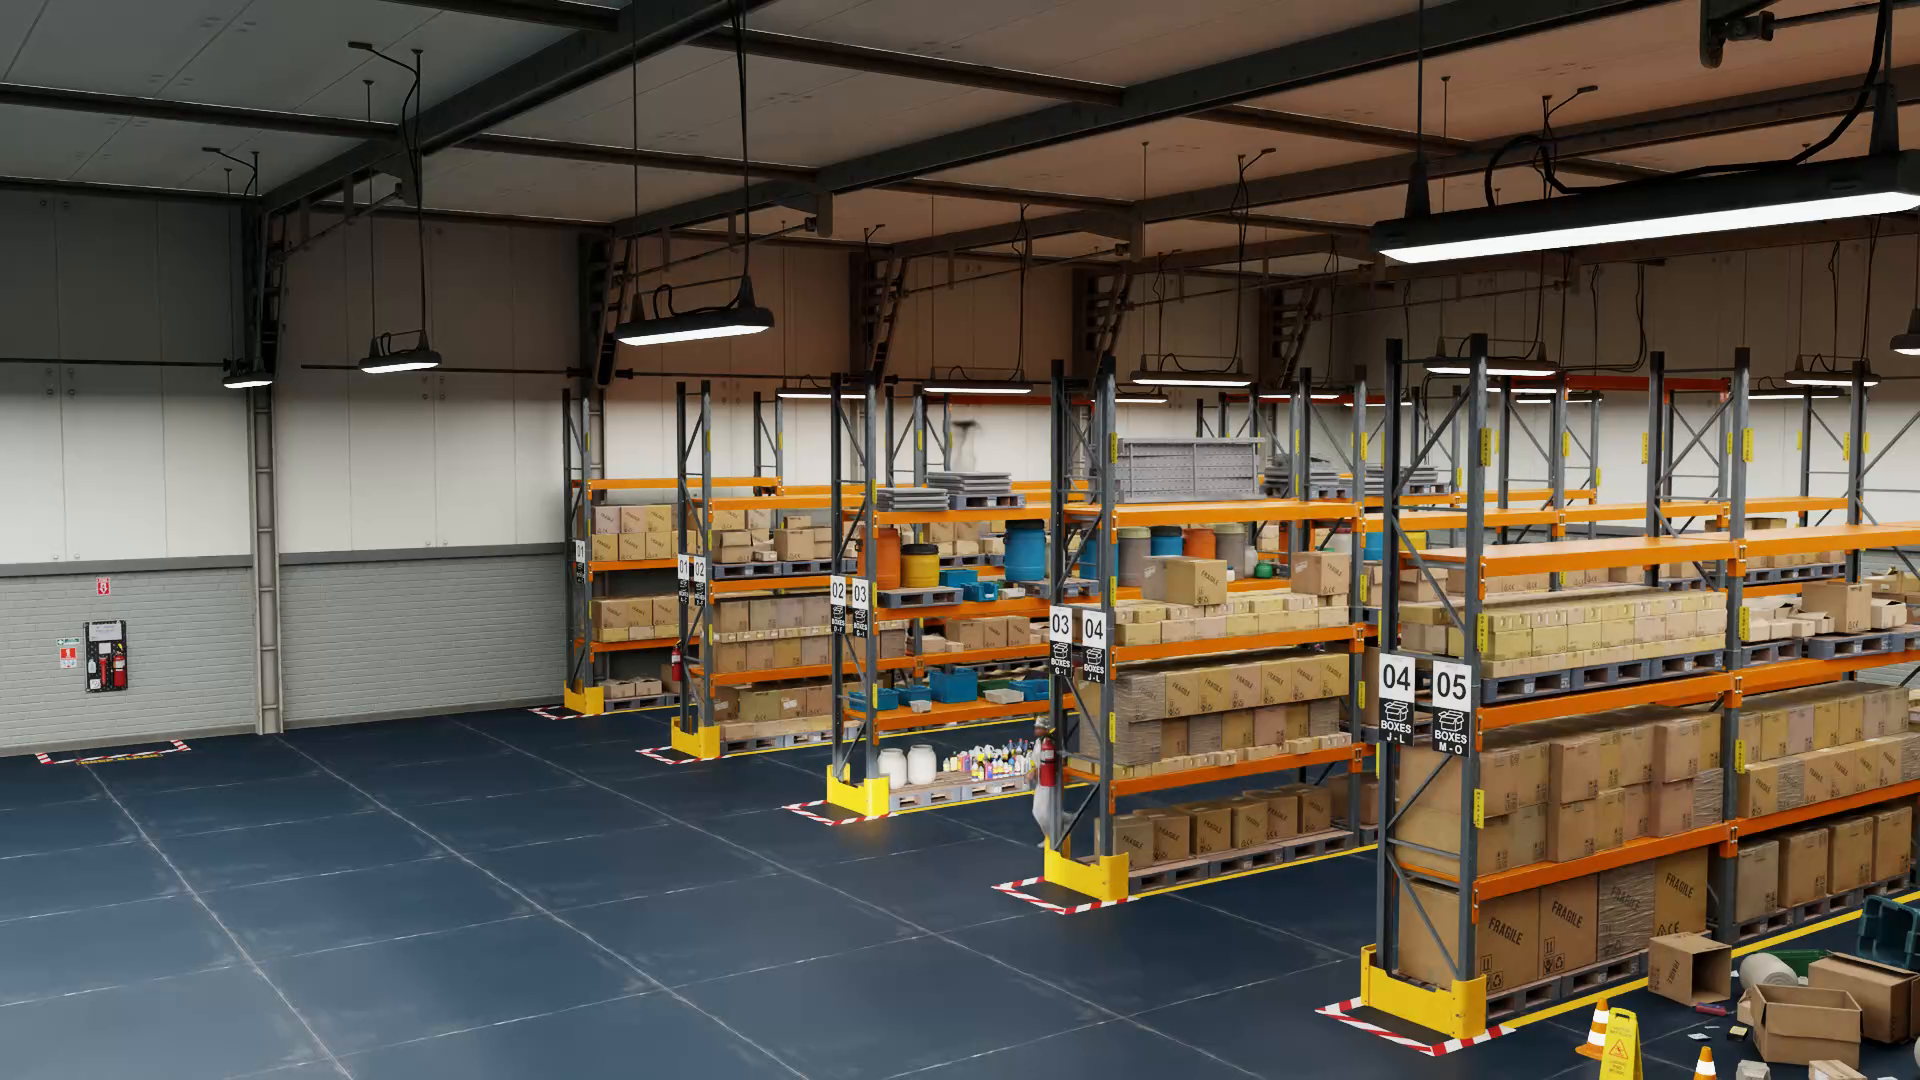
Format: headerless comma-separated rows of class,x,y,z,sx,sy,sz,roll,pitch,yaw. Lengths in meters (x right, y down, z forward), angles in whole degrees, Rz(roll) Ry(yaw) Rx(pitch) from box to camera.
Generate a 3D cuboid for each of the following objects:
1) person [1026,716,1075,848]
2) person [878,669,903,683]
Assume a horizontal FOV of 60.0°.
person,1.152,3.025,20.790,0.608,1.676,0.579,-2,4,-26
person,-1.378,2.284,32.175,0.554,1.660,0.616,-3,5,-40
